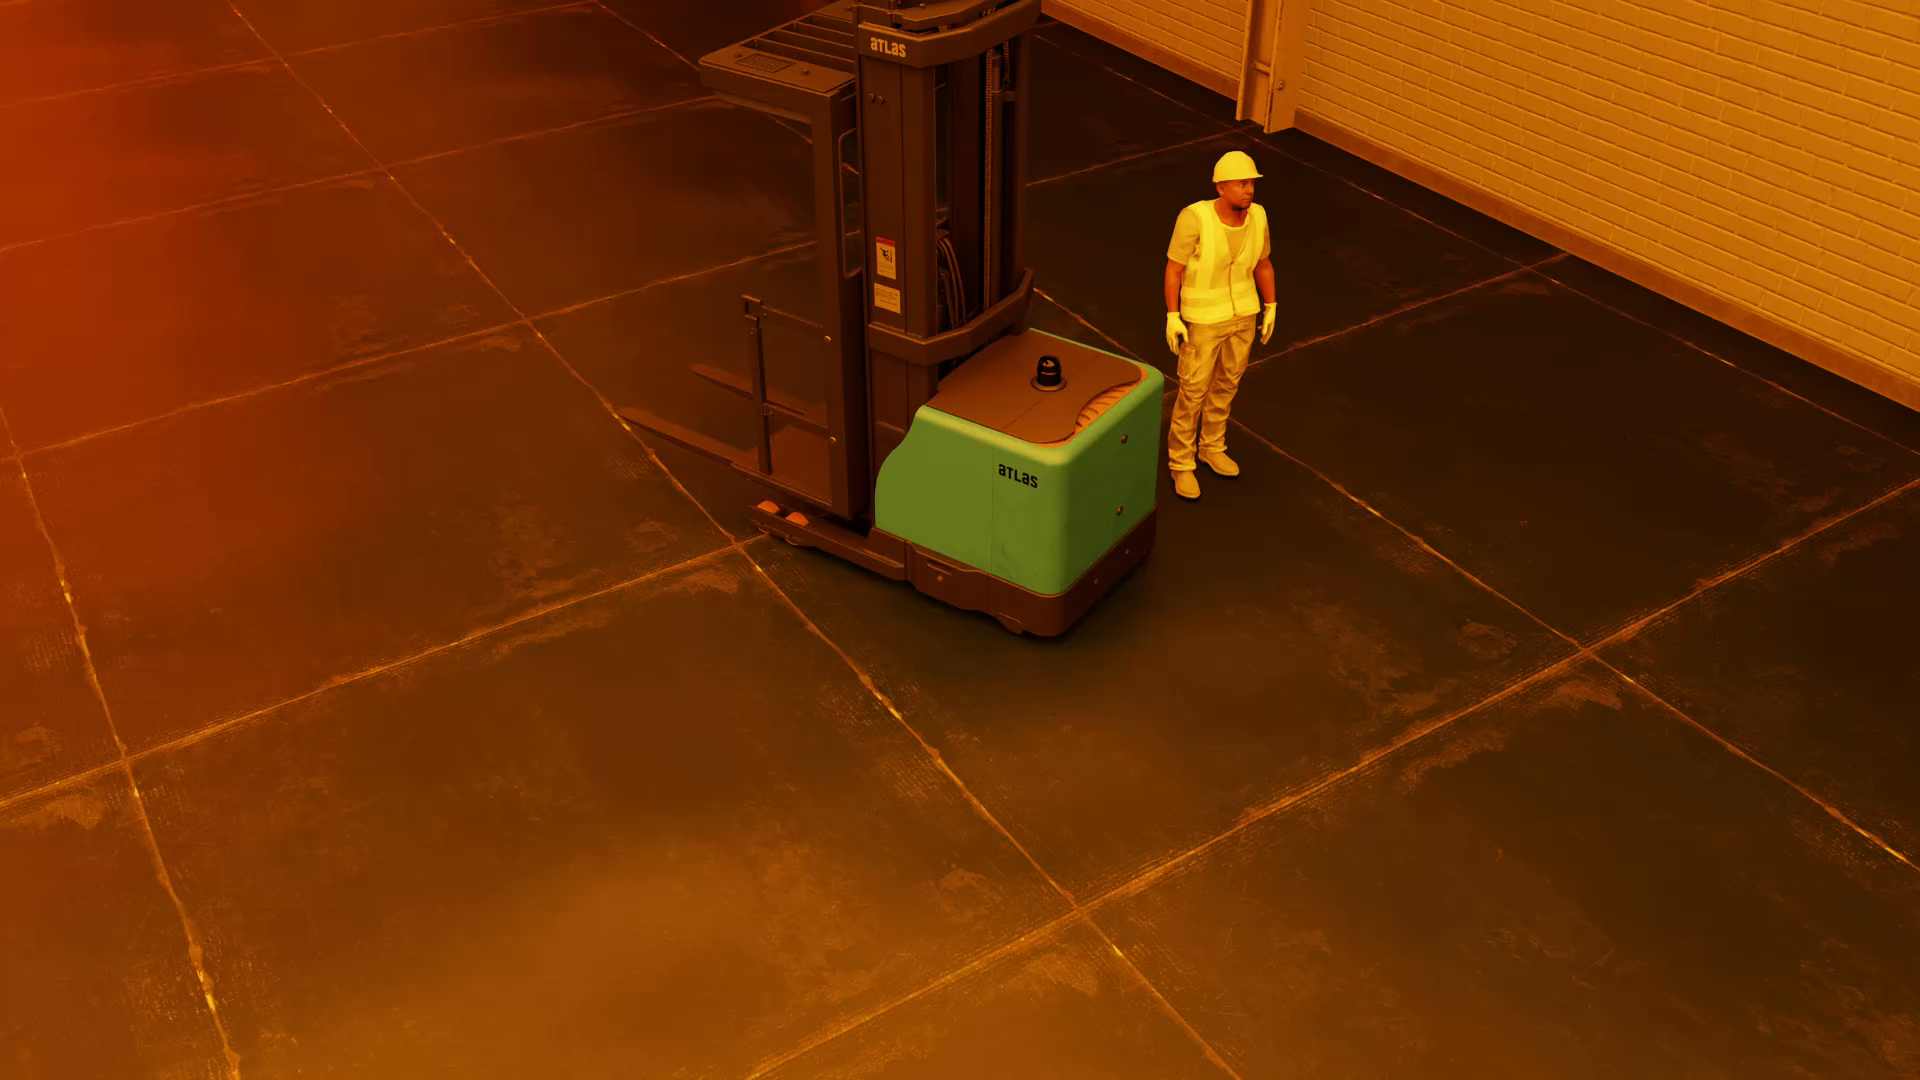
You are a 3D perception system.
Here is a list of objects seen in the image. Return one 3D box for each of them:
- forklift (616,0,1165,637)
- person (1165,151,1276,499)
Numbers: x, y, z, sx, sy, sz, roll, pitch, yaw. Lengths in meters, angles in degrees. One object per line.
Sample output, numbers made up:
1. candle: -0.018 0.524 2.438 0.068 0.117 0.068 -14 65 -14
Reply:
1. forklift: -0.500 -1.399 8.138 3.031 2.935 1.130 22 41 28
2. person: 1.400 -1.141 8.757 0.656 1.781 0.577 -13 37 -18
